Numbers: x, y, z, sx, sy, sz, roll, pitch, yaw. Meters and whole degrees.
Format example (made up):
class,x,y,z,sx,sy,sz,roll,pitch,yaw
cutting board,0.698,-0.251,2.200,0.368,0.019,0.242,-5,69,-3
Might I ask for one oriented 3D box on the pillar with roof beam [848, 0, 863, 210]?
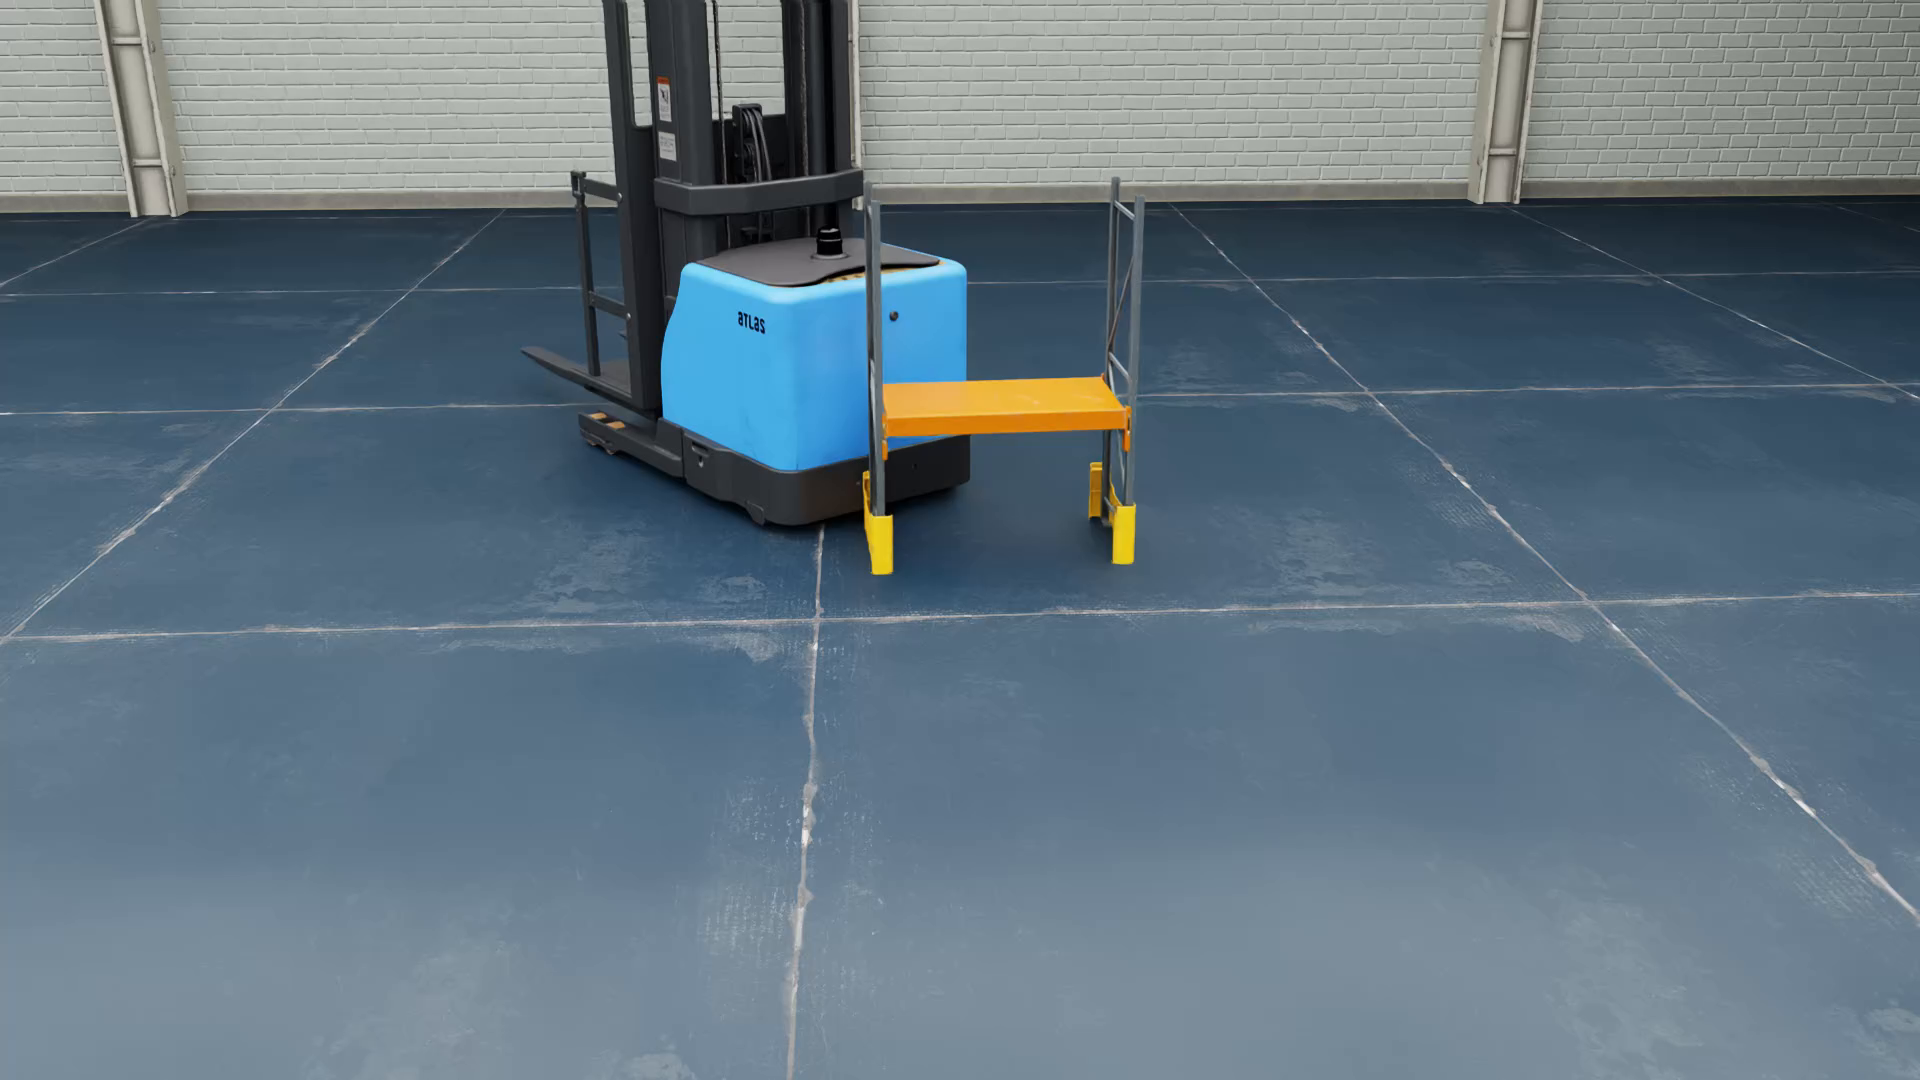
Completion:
class,x,y,z,sx,sy,sz,roll,pitch,yaw
pillar with roof beam,-0.830,-5.684,9.402,0.400,9.000,9.100,-1,21,-3

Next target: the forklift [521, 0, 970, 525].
class,x,y,z,sx,sy,sz,roll,pitch,yaw
forklift,-1.261,-1.886,7.956,1.130,2.935,3.031,-16,26,-35

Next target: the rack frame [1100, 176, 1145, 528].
class,x,y,z,sx,sy,sz,roll,pitch,yaw
rack frame,0.664,-0.705,6.864,0.032,1.500,0.500,-2,21,-6

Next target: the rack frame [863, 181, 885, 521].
class,x,y,z,sx,sy,sz,roll,pitch,yaw
rack frame,-0.346,-0.663,6.753,0.032,1.500,0.500,-2,21,-6

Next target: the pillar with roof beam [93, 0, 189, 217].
class,x,y,z,sx,sy,sz,roll,pitch,yaw
pillar with roof beam,-6.820,-5.562,9.082,0.400,9.000,9.100,-1,21,-3

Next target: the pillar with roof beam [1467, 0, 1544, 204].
class,x,y,z,sx,sy,sz,roll,pitch,yaw
pillar with roof beam,5.160,-5.806,9.722,0.400,9.000,9.100,-1,21,-3

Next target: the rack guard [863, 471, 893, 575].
class,x,y,z,sx,sy,sz,roll,pitch,yaw
rack guard,-0.345,-0.079,6.976,0.087,0.250,0.587,-2,21,-6

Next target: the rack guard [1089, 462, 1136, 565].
class,x,y,z,sx,sy,sz,roll,pitch,yaw
rack guard,0.645,-0.120,7.084,0.087,0.250,0.587,-2,21,-6

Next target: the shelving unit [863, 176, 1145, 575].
class,x,y,z,sx,sy,sz,roll,pitch,yaw
shelving unit,0.150,-0.683,6.808,1.083,1.500,0.587,-2,21,-6

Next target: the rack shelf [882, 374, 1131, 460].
class,x,y,z,sx,sy,sz,roll,pitch,yaw
rack shelf,0.159,-0.516,6.873,1.000,0.185,0.538,-2,21,-6
